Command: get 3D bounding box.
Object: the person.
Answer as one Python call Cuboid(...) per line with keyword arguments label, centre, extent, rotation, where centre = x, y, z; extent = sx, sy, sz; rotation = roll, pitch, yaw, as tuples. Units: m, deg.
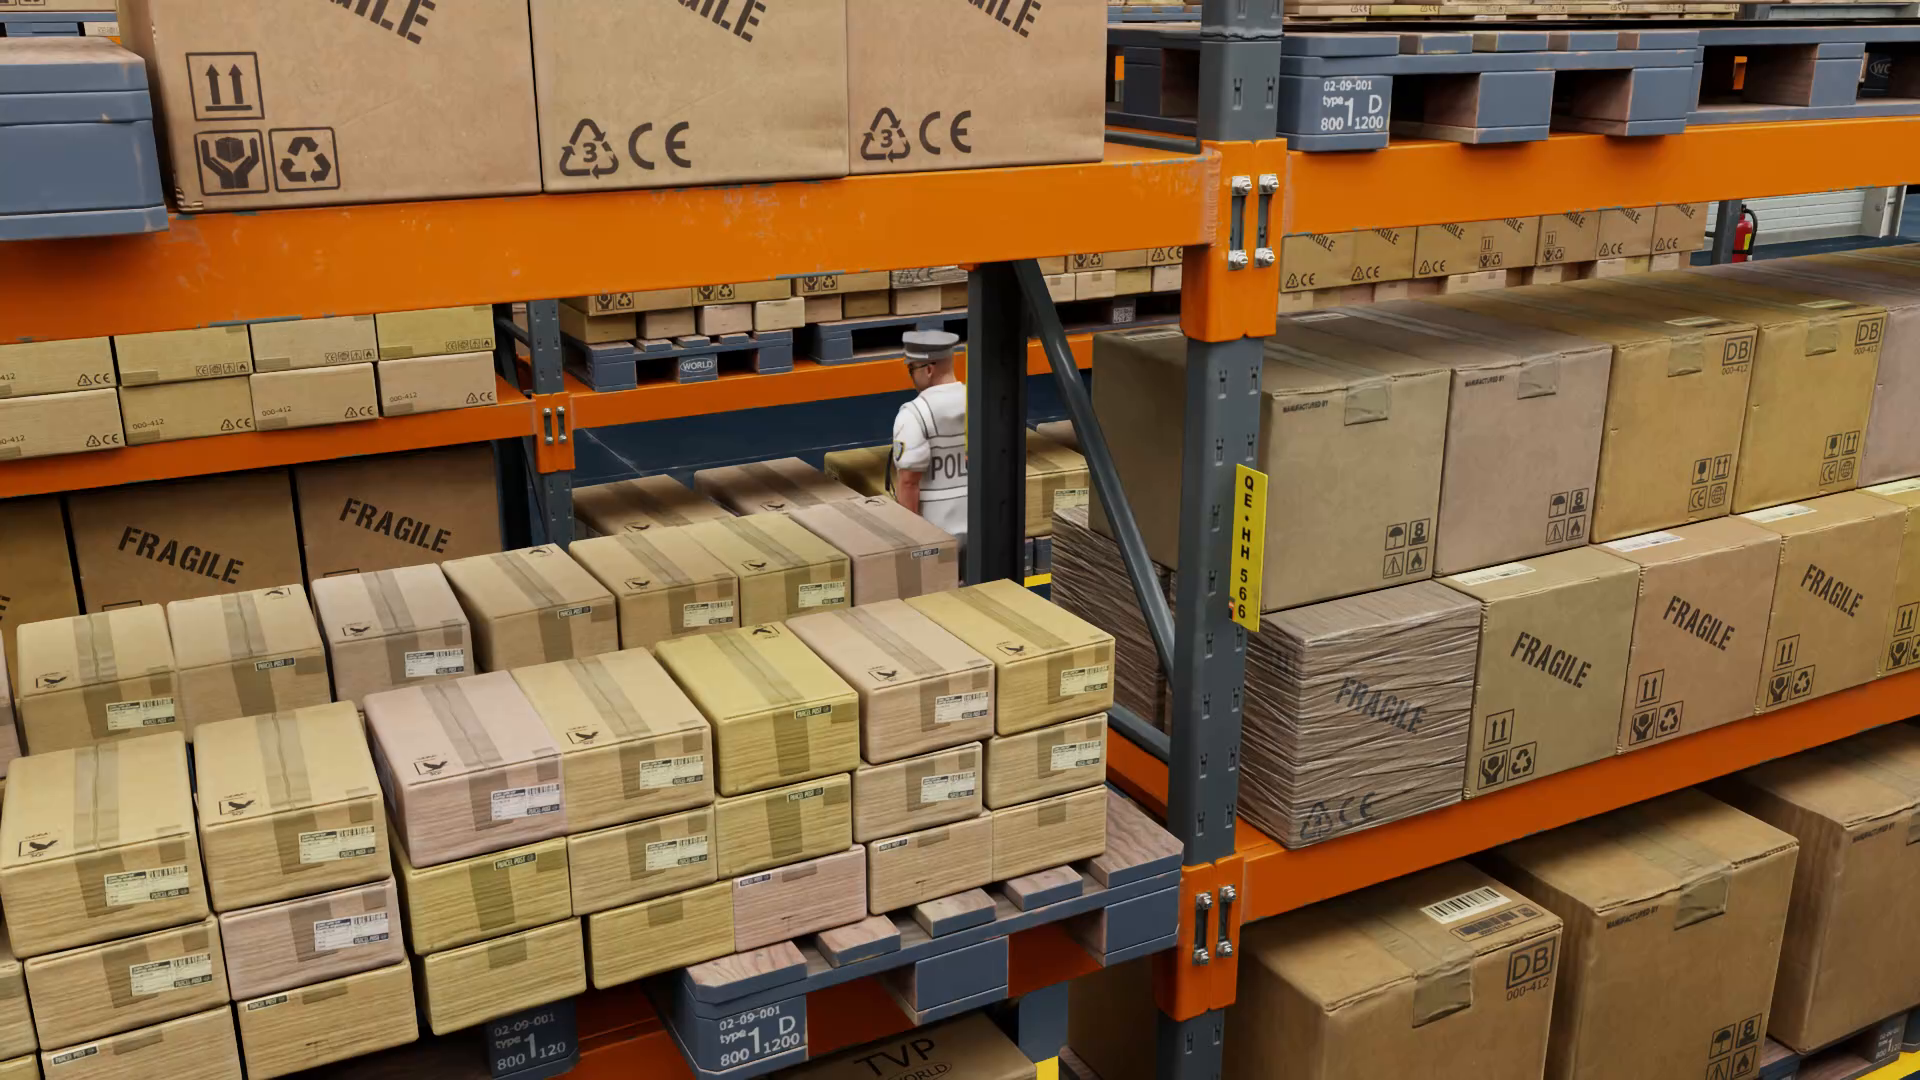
Cuboid(label="person", centre=(-0.023, -0.066, 7.285), extent=(0.667, 1.724, 0.856), rotation=(-10, 21, -28))
